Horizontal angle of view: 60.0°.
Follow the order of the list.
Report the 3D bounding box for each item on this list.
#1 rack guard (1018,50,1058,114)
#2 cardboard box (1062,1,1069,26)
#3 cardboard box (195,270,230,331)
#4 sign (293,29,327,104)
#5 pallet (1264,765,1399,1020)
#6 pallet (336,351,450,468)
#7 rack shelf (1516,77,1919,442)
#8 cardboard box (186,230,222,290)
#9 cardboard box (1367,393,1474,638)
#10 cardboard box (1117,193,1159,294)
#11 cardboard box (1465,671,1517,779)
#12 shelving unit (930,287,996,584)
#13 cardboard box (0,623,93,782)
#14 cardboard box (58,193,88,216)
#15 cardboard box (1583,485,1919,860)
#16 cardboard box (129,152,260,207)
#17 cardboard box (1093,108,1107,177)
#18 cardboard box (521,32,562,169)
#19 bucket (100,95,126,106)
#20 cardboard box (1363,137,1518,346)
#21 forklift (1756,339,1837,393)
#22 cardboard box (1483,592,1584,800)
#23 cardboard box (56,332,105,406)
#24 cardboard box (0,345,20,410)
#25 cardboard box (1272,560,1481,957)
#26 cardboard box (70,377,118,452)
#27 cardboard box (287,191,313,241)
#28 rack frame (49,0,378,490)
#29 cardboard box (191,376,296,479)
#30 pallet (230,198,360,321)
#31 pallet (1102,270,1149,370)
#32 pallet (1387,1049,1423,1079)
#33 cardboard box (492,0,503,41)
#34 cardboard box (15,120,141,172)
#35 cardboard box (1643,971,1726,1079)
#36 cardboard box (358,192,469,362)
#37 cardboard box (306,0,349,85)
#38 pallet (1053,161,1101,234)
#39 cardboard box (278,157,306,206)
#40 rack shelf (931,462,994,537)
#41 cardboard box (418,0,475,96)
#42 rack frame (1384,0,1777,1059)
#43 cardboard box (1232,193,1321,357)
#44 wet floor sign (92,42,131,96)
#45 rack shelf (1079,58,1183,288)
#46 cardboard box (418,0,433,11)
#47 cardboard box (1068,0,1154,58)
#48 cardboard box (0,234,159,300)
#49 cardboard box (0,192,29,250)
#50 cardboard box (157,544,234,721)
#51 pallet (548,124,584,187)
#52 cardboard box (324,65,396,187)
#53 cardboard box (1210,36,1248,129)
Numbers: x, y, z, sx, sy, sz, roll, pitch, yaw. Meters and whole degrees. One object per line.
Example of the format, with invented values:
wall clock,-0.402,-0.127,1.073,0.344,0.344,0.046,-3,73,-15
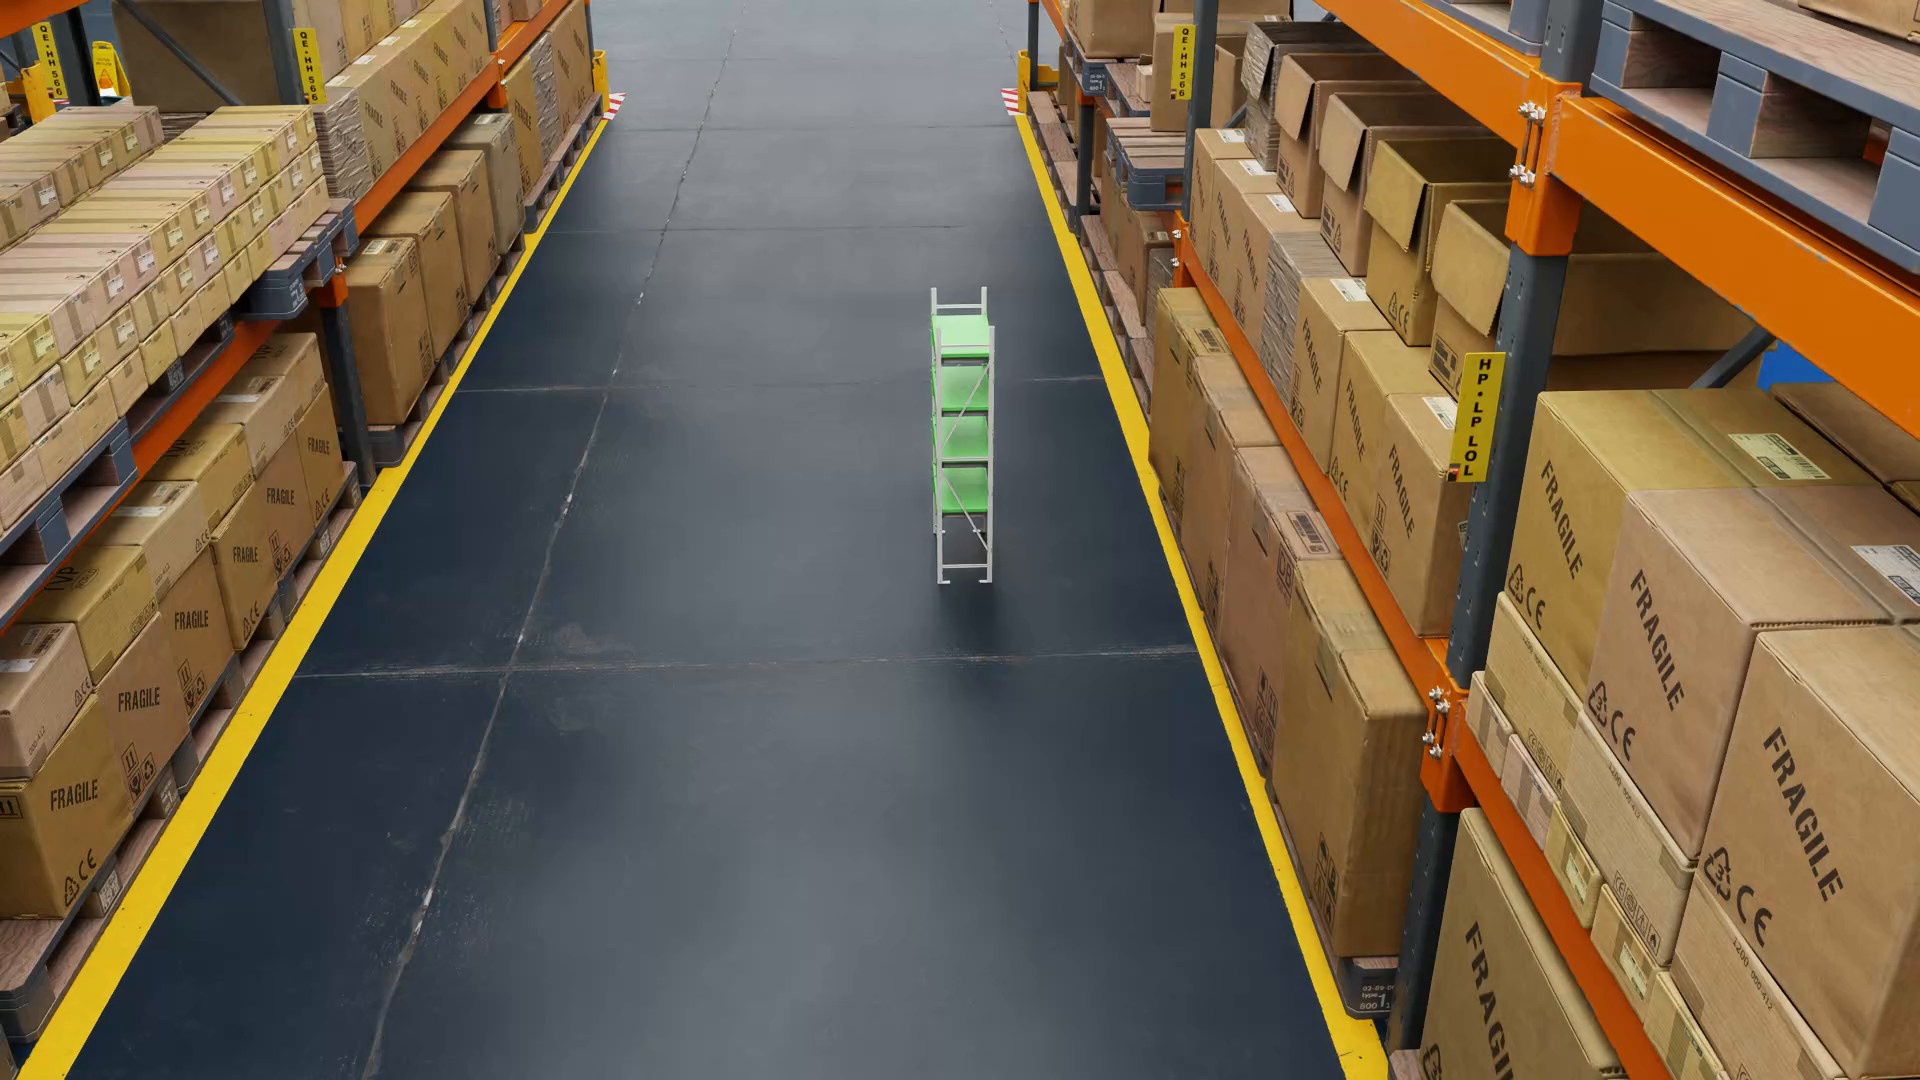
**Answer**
rack guard,1.127,-4.222,15.304,1.175,0.500,0.348,-1,28,-3
cardboard box,0.946,-3.844,12.148,0.380,0.149,0.250,-1,28,-3
cardboard box,-2.872,-0.863,5.979,0.380,0.149,0.250,-1,28,-1
sign,-2.877,-2.093,7.353,0.100,0.325,0.005,-1,28,-3
pallet,1.634,1.059,5.492,1.003,0.211,1.213,-1,28,-3
pallet,-3.384,-0.727,8.915,1.003,0.211,1.213,-1,28,-3
rack shelf,1.854,0.089,1.869,1.077,0.370,4.000,-1,28,-3
cardboard box,-2.868,-0.991,5.903,0.380,0.149,0.250,-1,28,-1
cardboard box,1.452,-0.077,4.546,0.500,0.500,0.500,-1,28,-2
cardboard box,1.378,-1.841,10.264,0.700,0.500,0.500,-4,28,-7
cardboard box,1.433,0.433,3.948,0.380,0.149,0.250,-1,28,-3
shelving unit,0.009,-0.456,7.326,0.258,1.200,0.503,-1,28,-3
cardboard box,-2.984,0.492,5.001,0.500,0.250,0.500,-3,28,-5
cardboard box,-3.546,-1.211,6.324,0.380,0.149,0.250,-1,28,-2
cardboard box,1.537,0.234,3.088,0.500,0.500,0.500,-1,28,-3
cardboard box,-2.892,-1.361,6.289,0.380,0.149,0.250,-1,28,-1
cardboard box,1.313,-3.046,12.595,0.500,0.500,0.500,7,28,14
cardboard box,-3.641,-3.397,12.863,0.875,0.875,0.875,-1,28,-2
bucket,-5.936,-2.674,11.530,0.726,0.611,0.620,8,39,15
cardboard box,1.683,-0.924,5.086,0.797,0.503,0.637,-1,28,-2
forklift,3.384,-1.984,8.384,1.130,2.935,3.031,-1,28,-1
cardboard box,1.512,0.335,3.705,0.500,0.250,0.500,-2,28,-4
cardboard box,-2.814,-0.509,4.978,0.380,0.149,0.250,-3,28,-5
cardboard box,-2.791,-0.410,4.467,0.380,0.149,0.250,-1,28,-1
cardboard box,1.696,0.638,5.127,1.225,0.875,0.875,-1,28,-2
cardboard box,-2.812,-0.377,5.047,0.380,0.149,0.250,-1,28,-2
cardboard box,-2.922,-1.341,6.895,0.380,0.149,0.250,-1,28,-3
rack frame,-3.418,-1.597,7.569,1.000,3.000,0.127,-1,28,-3
cardboard box,-3.083,-0.465,6.837,0.500,0.250,0.500,-1,28,-2
pallet,-3.274,-1.186,6.987,1.213,0.211,1.003,-1,28,-3
pallet,1.440,-1.357,10.124,1.003,0.211,1.213,-1,28,-3
pallet,1.711,1.766,4.135,1.003,0.211,1.213,-1,28,-3
cardboard box,-3.658,-3.681,11.402,0.875,0.550,0.550,-1,28,-3
cardboard box,-3.571,-1.594,6.736,0.380,0.149,0.250,-2,28,-4
cardboard box,1.490,0.915,3.023,0.380,0.149,0.250,-2,28,-3
cardboard box,-3.409,-1.473,9.310,1.050,0.750,0.750,-1,28,-2
cardboard box,-3.459,-2.526,8.160,0.700,0.500,0.500,-2,28,-3
pallet,1.261,-2.591,12.489,1.003,0.211,1.213,-1,28,-3
cardboard box,-2.922,-1.464,6.809,0.380,0.149,0.250,0,28,-1
rack shelf,0.009,-0.186,7.467,0.258,0.148,0.480,-1,28,-3
cardboard box,-3.306,-3.021,10.191,0.500,0.500,0.500,-2,28,-3
rack frame,1.749,0.177,4.167,1.000,3.000,0.127,-1,28,-3
cardboard box,1.354,-1.009,6.333,0.500,0.500,0.500,-2,28,-4
wet floor sign,-7.715,-4.195,15.096,0.267,0.644,0.232,8,29,15
rack shelf,1.436,-2.275,9.646,1.077,0.370,4.000,-1,28,-3
cardboard box,-3.566,-3.466,9.962,0.700,0.500,0.500,-2,28,-3
cardboard box,1.233,-3.600,10.305,1.000,1.000,1.000,-1,28,-2
cardboard box,-2.839,-0.879,5.366,0.380,0.149,0.250,0,28,-1
cardboard box,-3.517,-1.111,5.811,0.380,0.149,0.250,-1,28,-1
cardboard box,-3.053,0.338,6.106,0.500,0.500,0.500,-1,28,-2
pallet,-3.655,-3.126,13.515,1.003,0.211,1.213,-1,28,-3
cardboard box,-3.201,-2.090,8.406,0.500,0.500,0.500,-2,28,-3
cardboard box,1.472,-2.149,8.065,0.500,0.500,0.500,-5,28,-9
